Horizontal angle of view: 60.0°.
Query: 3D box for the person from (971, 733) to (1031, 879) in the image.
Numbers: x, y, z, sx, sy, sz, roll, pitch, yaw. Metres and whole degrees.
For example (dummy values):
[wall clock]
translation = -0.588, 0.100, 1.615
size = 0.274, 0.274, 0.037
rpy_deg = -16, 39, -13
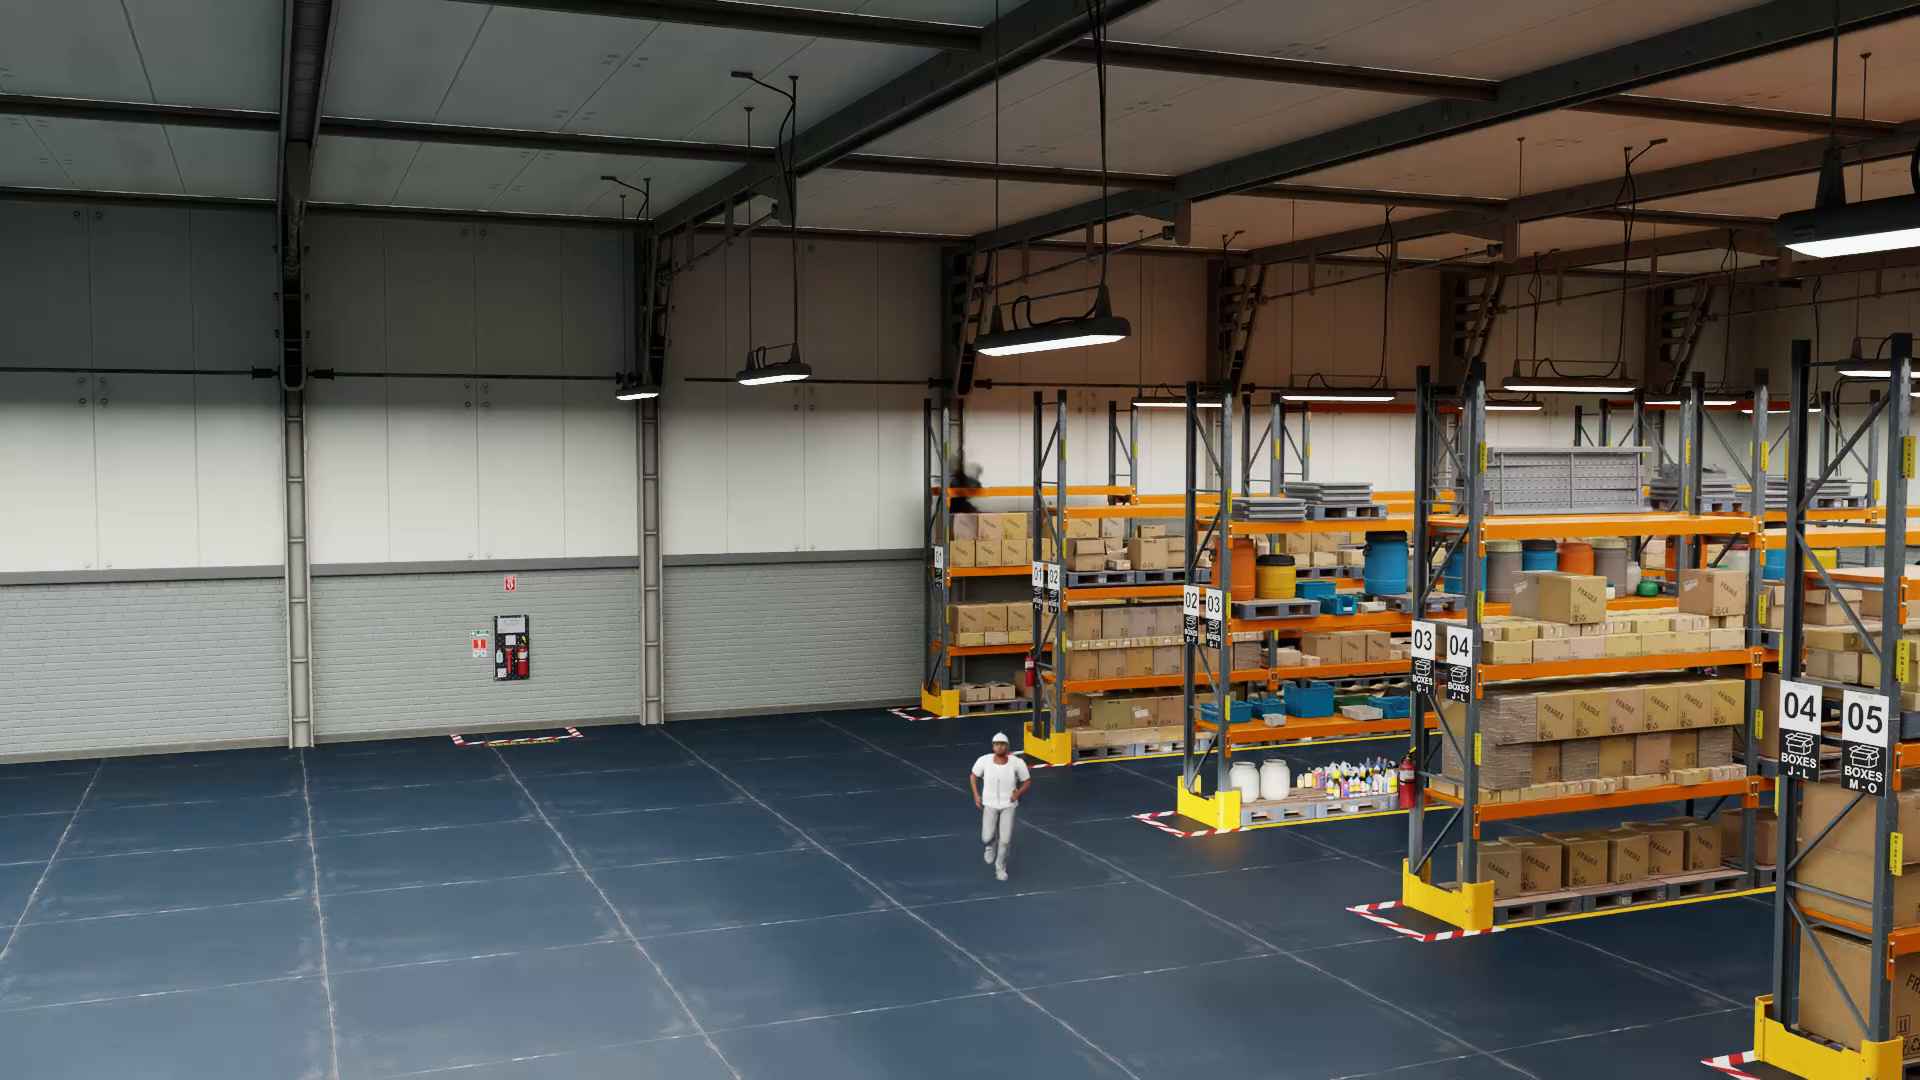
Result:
[person]
translation = 0.473, 3.145, 19.699
size = 0.730, 1.727, 0.594
rpy_deg = 0, 3, 7
